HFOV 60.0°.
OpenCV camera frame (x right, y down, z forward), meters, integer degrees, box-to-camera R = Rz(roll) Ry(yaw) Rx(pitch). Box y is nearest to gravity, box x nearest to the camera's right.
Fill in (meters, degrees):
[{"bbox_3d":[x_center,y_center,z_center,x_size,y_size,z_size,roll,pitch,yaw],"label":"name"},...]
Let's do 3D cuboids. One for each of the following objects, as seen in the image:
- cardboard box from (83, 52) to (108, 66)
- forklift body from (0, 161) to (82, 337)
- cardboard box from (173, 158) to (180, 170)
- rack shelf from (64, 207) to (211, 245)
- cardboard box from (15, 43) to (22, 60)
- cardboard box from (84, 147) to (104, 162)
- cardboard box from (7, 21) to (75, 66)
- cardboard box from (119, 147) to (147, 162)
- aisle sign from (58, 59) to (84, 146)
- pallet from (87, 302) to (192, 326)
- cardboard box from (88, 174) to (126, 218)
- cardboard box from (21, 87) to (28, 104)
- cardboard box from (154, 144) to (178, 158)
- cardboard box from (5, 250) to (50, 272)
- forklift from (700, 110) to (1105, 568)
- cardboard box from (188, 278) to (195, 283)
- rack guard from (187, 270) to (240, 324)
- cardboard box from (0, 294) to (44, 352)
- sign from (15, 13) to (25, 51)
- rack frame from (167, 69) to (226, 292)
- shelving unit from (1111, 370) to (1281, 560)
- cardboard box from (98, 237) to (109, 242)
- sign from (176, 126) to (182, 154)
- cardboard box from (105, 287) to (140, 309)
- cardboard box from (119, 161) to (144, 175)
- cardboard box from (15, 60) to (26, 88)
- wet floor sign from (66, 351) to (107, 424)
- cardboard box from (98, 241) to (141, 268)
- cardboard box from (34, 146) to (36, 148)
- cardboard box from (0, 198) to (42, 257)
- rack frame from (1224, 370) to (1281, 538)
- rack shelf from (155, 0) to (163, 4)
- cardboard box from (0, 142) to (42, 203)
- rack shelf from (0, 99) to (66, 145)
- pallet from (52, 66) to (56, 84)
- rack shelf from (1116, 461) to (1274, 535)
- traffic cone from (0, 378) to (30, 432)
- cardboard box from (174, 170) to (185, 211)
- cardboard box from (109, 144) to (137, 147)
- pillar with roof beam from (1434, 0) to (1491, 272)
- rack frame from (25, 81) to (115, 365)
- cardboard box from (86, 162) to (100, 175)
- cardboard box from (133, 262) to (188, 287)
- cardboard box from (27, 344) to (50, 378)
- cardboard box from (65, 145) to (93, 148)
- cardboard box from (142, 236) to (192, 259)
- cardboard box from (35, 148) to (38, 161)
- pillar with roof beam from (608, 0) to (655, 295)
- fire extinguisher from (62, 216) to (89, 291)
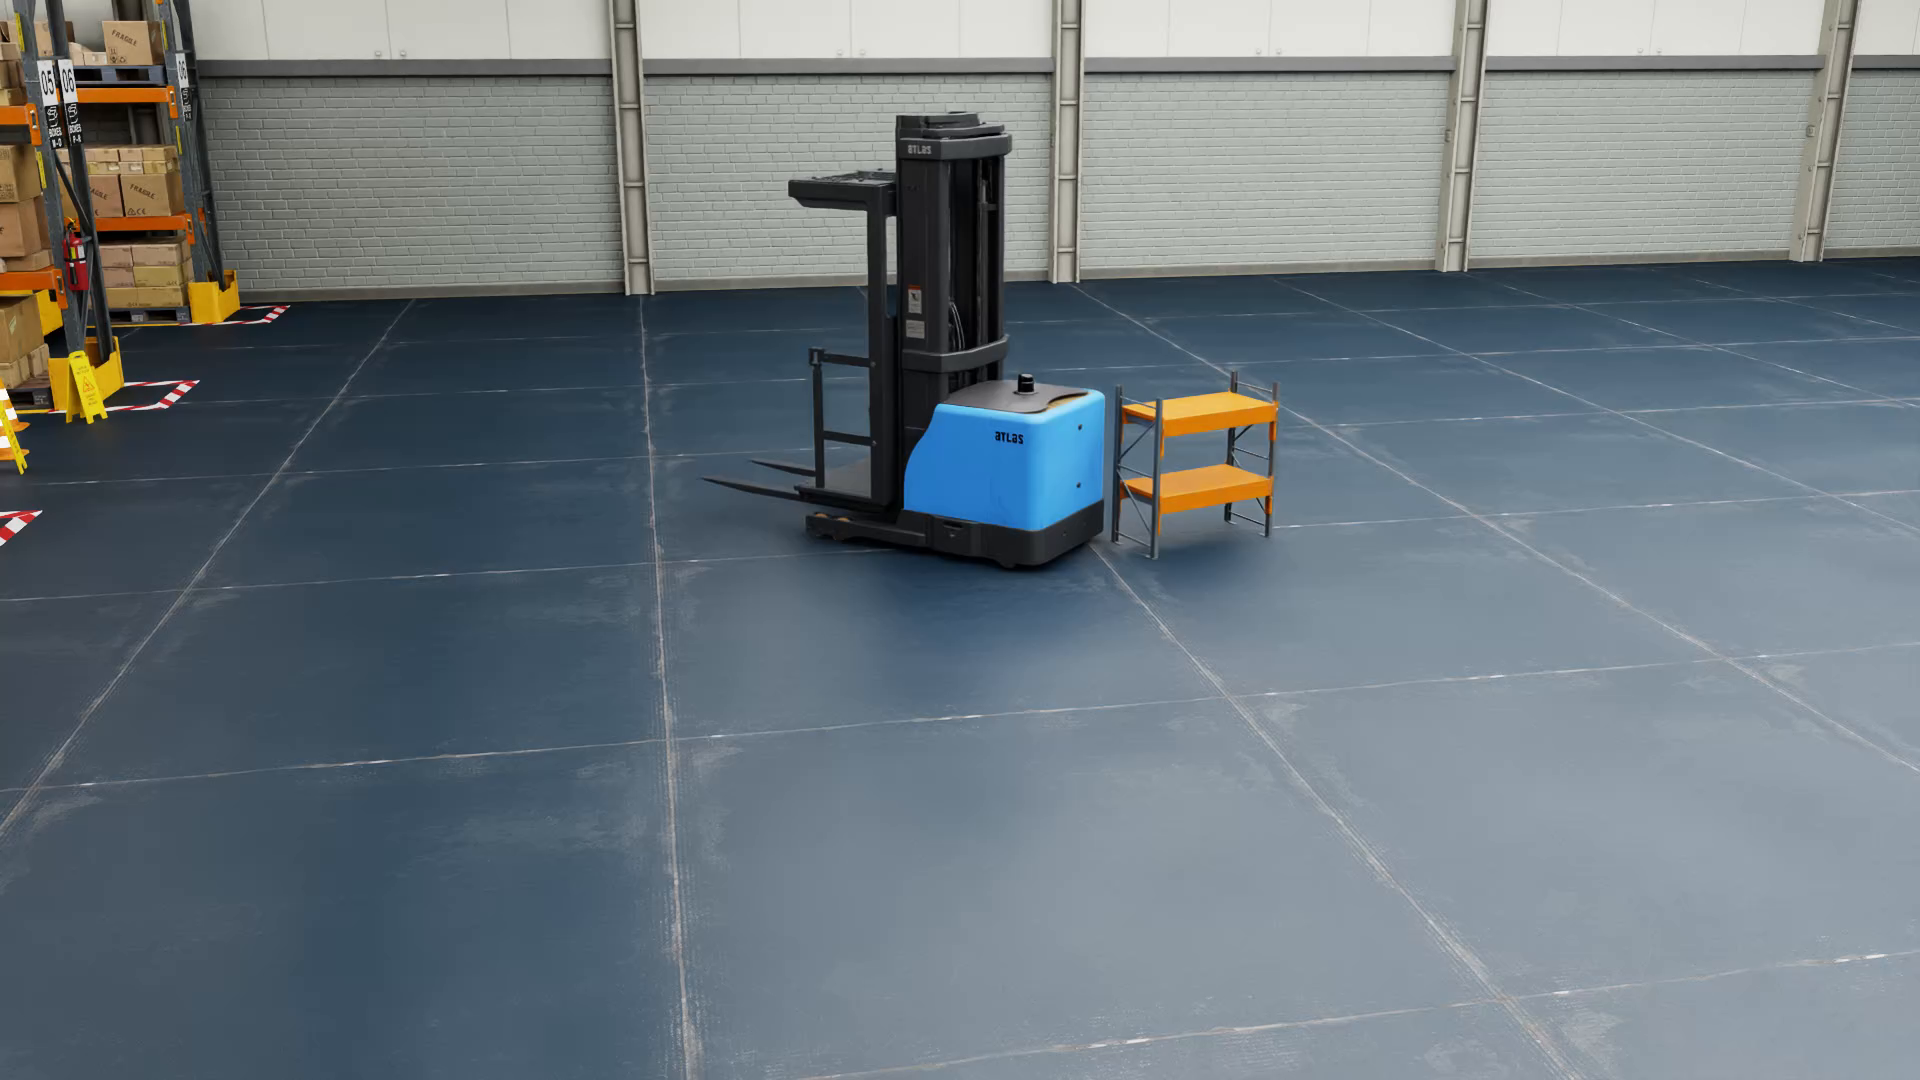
[{"bbox_3d":[-10.190,-5.702,19.700,0.250,0.149,0.380,-4,17,-12],"label":"cardboard box"},{"bbox_3d":[-10.950,-3.236,18.684,1.214,2.155,2.313,-3,17,-10],"label":"forklift body"},{"bbox_3d":[-9.816,-4.687,20.687,0.250,0.149,0.380,-4,17,-12],"label":"cardboard box"},{"bbox_3d":[-11.398,-3.818,20.358,4.000,0.370,1.077,-3,17,-10],"label":"rack shelf"},{"bbox_3d":[-8.877,-4.576,15.563,0.250,0.149,0.380,-3,17,-11],"label":"cardboard box"},{"bbox_3d":[-10.493,-4.655,20.077,0.250,0.149,0.380,-3,17,-10],"label":"cardboard box"},{"bbox_3d":[-10.847,-5.880,19.683,0.500,0.500,0.700,-3,17,-10],"label":"cardboard box"},{"bbox_3d":[-9.982,-4.670,20.125,0.250,0.149,0.380,-3,17,-10],"label":"cardboard box"},{"bbox_3d":[-8.487,-4.178,15.878,0.004,0.787,0.394,-3,17,-10],"label":"aisle sign"},{"bbox_3d":[-10.177,-2.885,20.847,1.213,0.211,1.003,-3,17,-10],"label":"pallet"},{"bbox_3d":[-10.379,-4.192,20.179,0.500,0.500,0.500,-3,17,-9],"label":"cardboard box"},{"bbox_3d":[-8.876,-4.231,15.798,0.250,0.149,0.380,-3,17,-10],"label":"cardboard box"},{"bbox_3d":[-9.805,-4.816,20.601,0.250,0.149,0.380,-4,17,-12],"label":"cardboard box"},{"bbox_3d":[-8.816,-2.640,15.725,0.250,0.149,0.380,-3,17,-9],"label":"cardboard box"},{"bbox_3d":[-0.506,-1.514,11.751,3.031,2.935,1.130,10,20,30],"label":"forklift"},{"bbox_3d":[-9.954,-3.188,21.052,0.500,0.250,0.500,-3,17,-10],"label":"cardboard box"},{"bbox_3d":[-9.411,-3.080,20.987,0.348,0.500,1.175,-3,17,-10],"label":"rack guard"},{"bbox_3d":[-9.357,-2.120,16.297,0.500,0.500,0.500,-4,17,-12],"label":"cardboard box"},{"bbox_3d":[-8.403,-4.538,14.862,0.005,0.325,0.100,-3,17,-10],"label":"sign"},{"bbox_3d":[-9.434,-4.273,20.615,0.127,3.000,1.000,-3,17,-10],"label":"rack frame"},{"bbox_3d":[1.648,-0.540,11.653,1.048,1.125,0.538,-10,20,-29],"label":"shelving unit"},{"bbox_3d":[-10.925,-3.612,20.726,0.500,0.250,0.500,-3,17,-11],"label":"cardboard box"},{"bbox_3d":[-9.345,-4.783,19.899,0.005,0.325,0.100,-3,17,-10],"label":"sign"},{"bbox_3d":[-10.326,-3.017,20.494,0.500,0.250,0.500,-3,17,-10],"label":"cardboard box"},{"bbox_3d":[-9.967,-4.508,20.105,0.250,0.149,0.380,-3,17,-10],"label":"cardboard box"},{"bbox_3d":[-9.033,-4.396,15.654,0.500,0.250,0.500,-4,17,-11],"label":"cardboard box"},{"bbox_3d":[-8.099,-1.419,15.333,0.232,0.644,0.267,3,17,9],"label":"wet floor sign"},{"bbox_3d":[-10.327,-3.492,20.336,0.500,0.250,0.500,-3,17,-9],"label":"cardboard box"},{"bbox_3d":[-11.329,-4.738,20.348,0.250,0.149,0.380,-3,17,-10],"label":"cardboard box"},{"bbox_3d":[-8.970,-2.923,15.542,0.500,0.500,0.500,-4,17,-11],"label":"cardboard box"},{"bbox_3d":[2.086,-0.616,11.900,0.032,1.125,0.500,-10,20,-29],"label":"rack frame"},{"bbox_3d":[-11.398,-6.494,19.536,4.000,0.370,1.077,-3,17,-10],"label":"rack shelf"},{"bbox_3d":[-8.949,-3.419,15.454,0.500,0.500,0.700,-4,17,-12],"label":"cardboard box"},{"bbox_3d":[-10.453,-3.821,15.260,4.000,0.370,1.077,-3,17,-10],"label":"rack shelf"},{"bbox_3d":[-11.334,-5.564,19.859,1.213,0.211,1.003,-3,17,-10],"label":"pallet"},{"bbox_3d":[1.648,-0.306,11.724,1.000,0.278,0.538,-10,20,-29],"label":"rack shelf"},{"bbox_3d":[-8.666,-1.234,15.041,0.334,0.463,0.336,-3,17,-10],"label":"traffic cone"},{"bbox_3d":[-9.973,-4.373,20.771,0.500,0.500,0.500,-3,17,-9],"label":"cardboard box"},{"bbox_3d":[-10.324,-4.792,20.524,0.250,0.149,0.380,-3,17,-9],"label":"cardboard box"},{"bbox_3d":[8.201,-7.123,19.678,0.400,9.000,9.100,-3,17,-10],"label":"pillar with roof beam"},{"bbox_3d":[-8.489,-2.842,15.957,0.127,3.000,1.000,-3,17,-10],"label":"rack frame"},{"bbox_3d":[-10.479,-4.501,20.081,0.250,0.149,0.380,-3,17,-11],"label":"cardboard box"},{"bbox_3d":[-9.853,-3.281,20.502,0.500,0.250,0.500,-3,17,-11],"label":"cardboard box"},{"bbox_3d":[-9.333,-1.764,16.412,0.500,0.250,0.500,-3,17,-11],"label":"cardboard box"},{"bbox_3d":[-10.824,-4.761,20.422,0.250,0.149,0.380,-3,17,-9],"label":"cardboard box"},{"bbox_3d":[-9.942,-3.665,20.901,0.500,0.250,0.500,-4,17,-11],"label":"cardboard box"},{"bbox_3d":[-10.980,-4.592,19.873,0.250,0.149,0.380,-3,17,-9],"label":"cardboard box"},{"bbox_3d":[-3.581,-6.455,17.502,0.400,9.000,9.100,-3,17,-10],"label":"pillar with roof beam"},{"bbox_3d":[-8.289,-2.679,15.557,0.183,0.674,0.296,-3,17,-10],"label":"fire extinguisher"}]
